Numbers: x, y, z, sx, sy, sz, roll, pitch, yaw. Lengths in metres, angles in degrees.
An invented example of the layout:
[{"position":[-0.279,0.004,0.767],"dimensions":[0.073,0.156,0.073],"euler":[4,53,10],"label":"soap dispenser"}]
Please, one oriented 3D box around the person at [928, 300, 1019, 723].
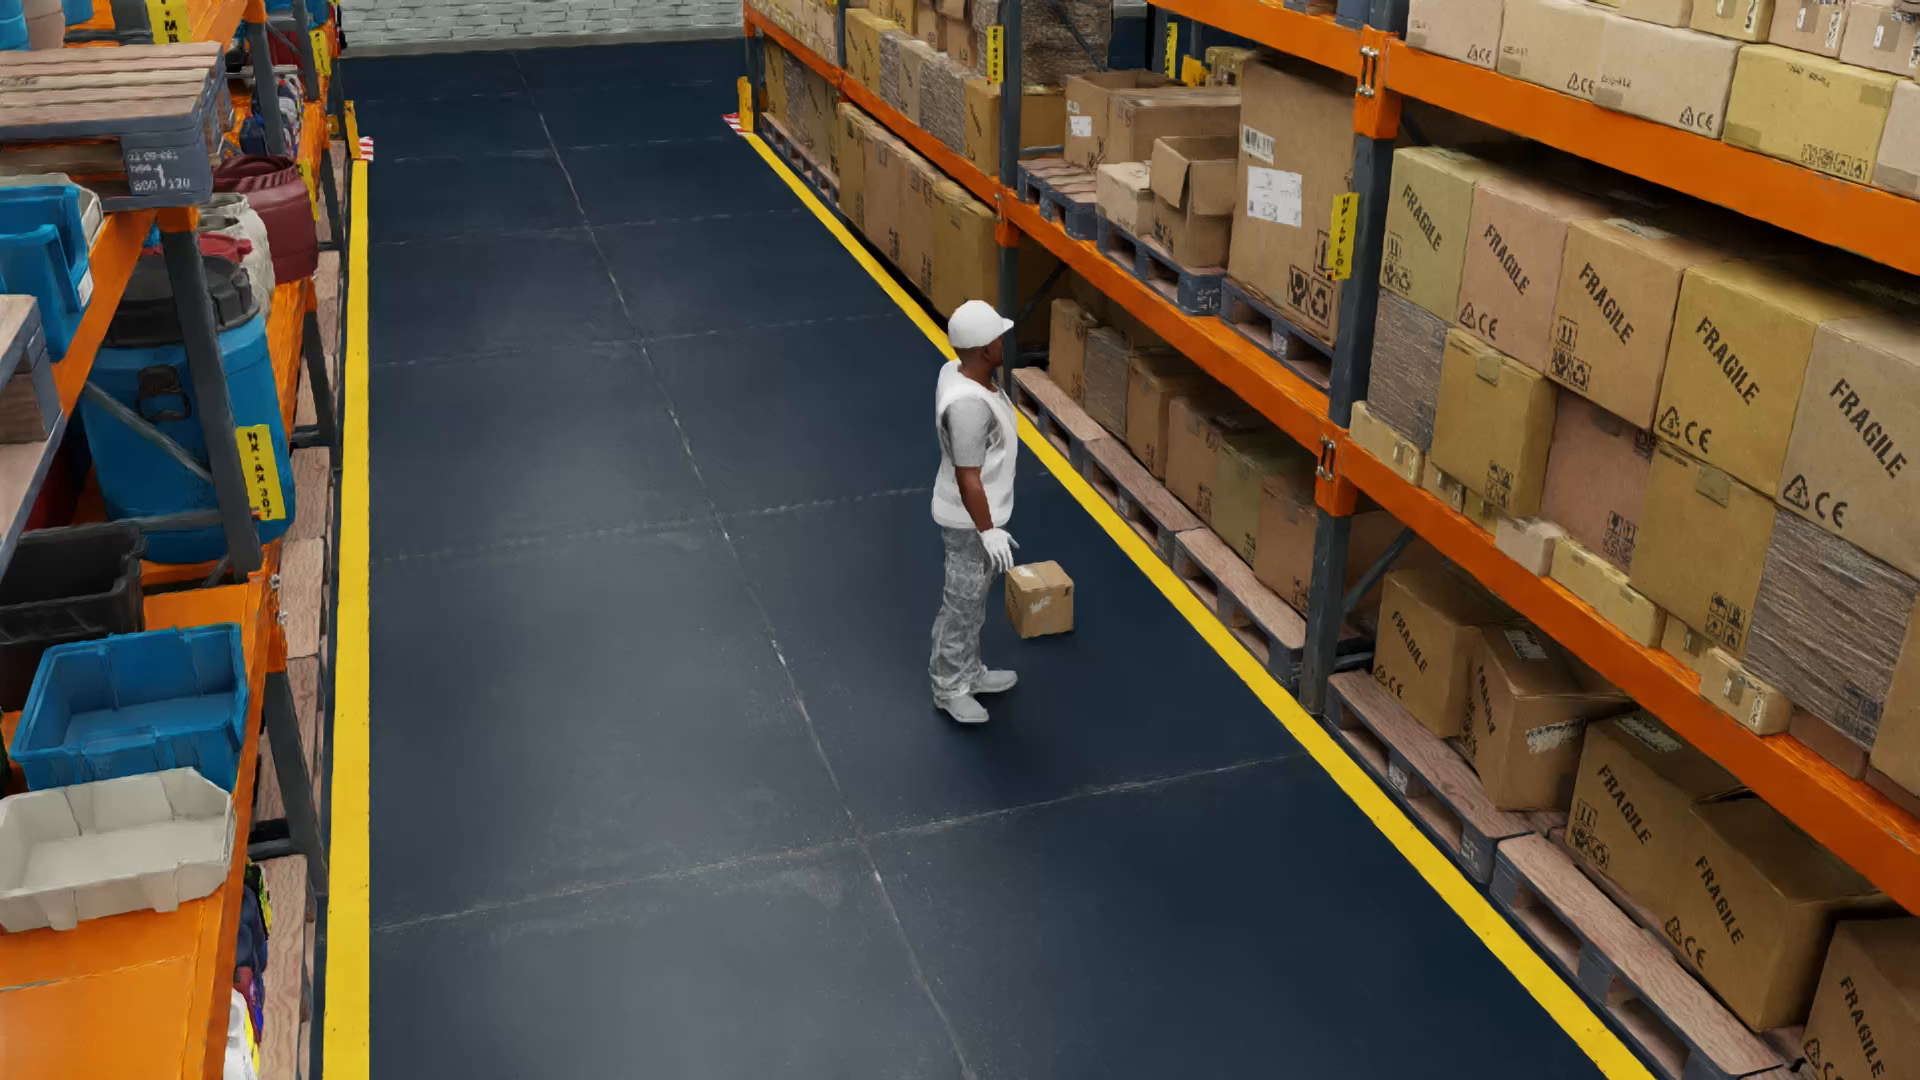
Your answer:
[{"position":[0.057,-0.115,6.775],"dimensions":[0.378,1.785,0.594],"euler":[1,26,2],"label":"person"}]
